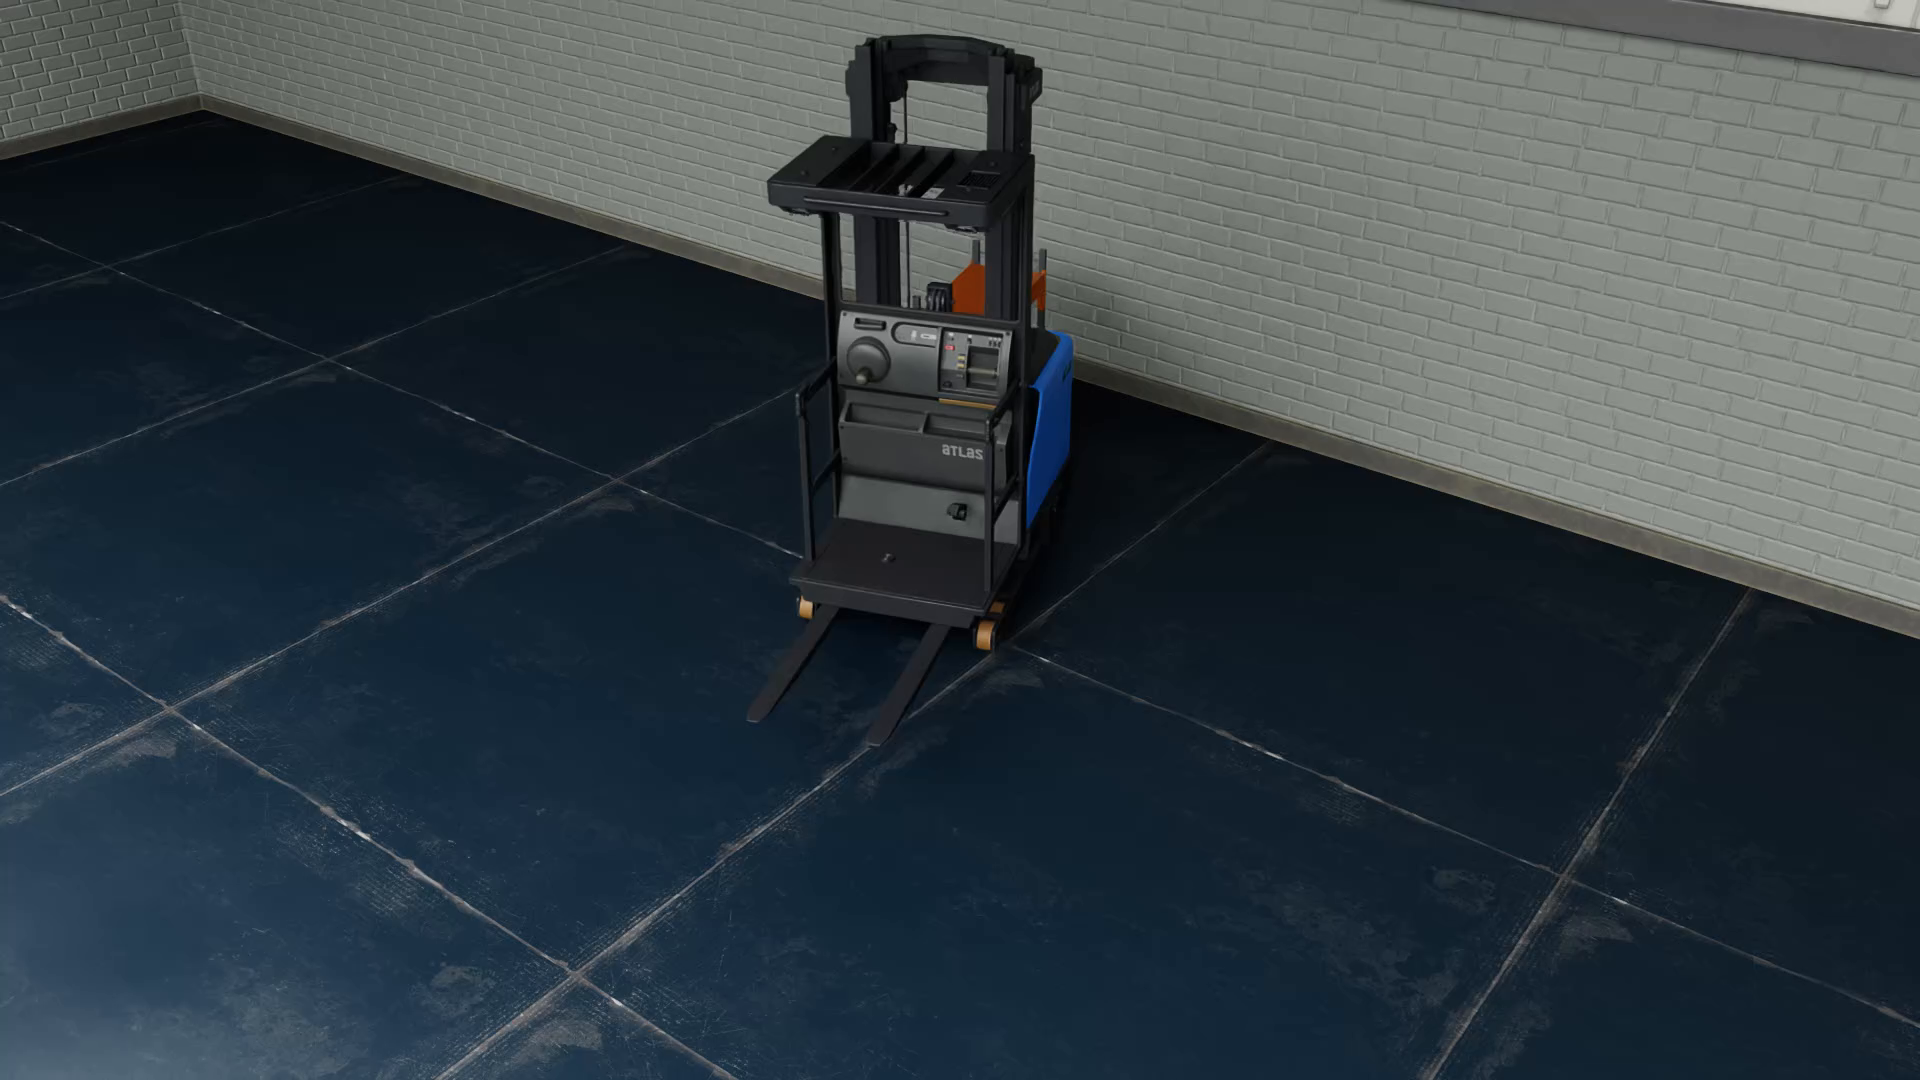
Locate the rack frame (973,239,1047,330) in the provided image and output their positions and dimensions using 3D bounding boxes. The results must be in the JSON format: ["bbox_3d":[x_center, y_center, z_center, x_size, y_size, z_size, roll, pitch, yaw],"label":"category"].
[{"bbox_3d":[0.321,-1.429,11.057,0.500,1.125,0.032,11,32,18],"label":"rack frame"}]

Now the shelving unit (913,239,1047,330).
[{"bbox_3d":[0.137,-1.187,10.650,0.538,1.125,1.048,11,32,18],"label":"shelving unit"}]

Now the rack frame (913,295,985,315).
[{"bbox_3d":[-0.047,-0.945,10.242,0.500,1.125,0.032,11,32,18],"label":"rack frame"}]

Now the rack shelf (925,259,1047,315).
[{"bbox_3d":[0.137,-1.439,10.500,0.538,0.278,1.000,11,32,18],"label":"rack shelf"}]

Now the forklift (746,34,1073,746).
[{"bbox_3d":[-0.246,-0.903,8.399,1.130,2.935,3.031,9,32,15],"label":"forklift"}]
